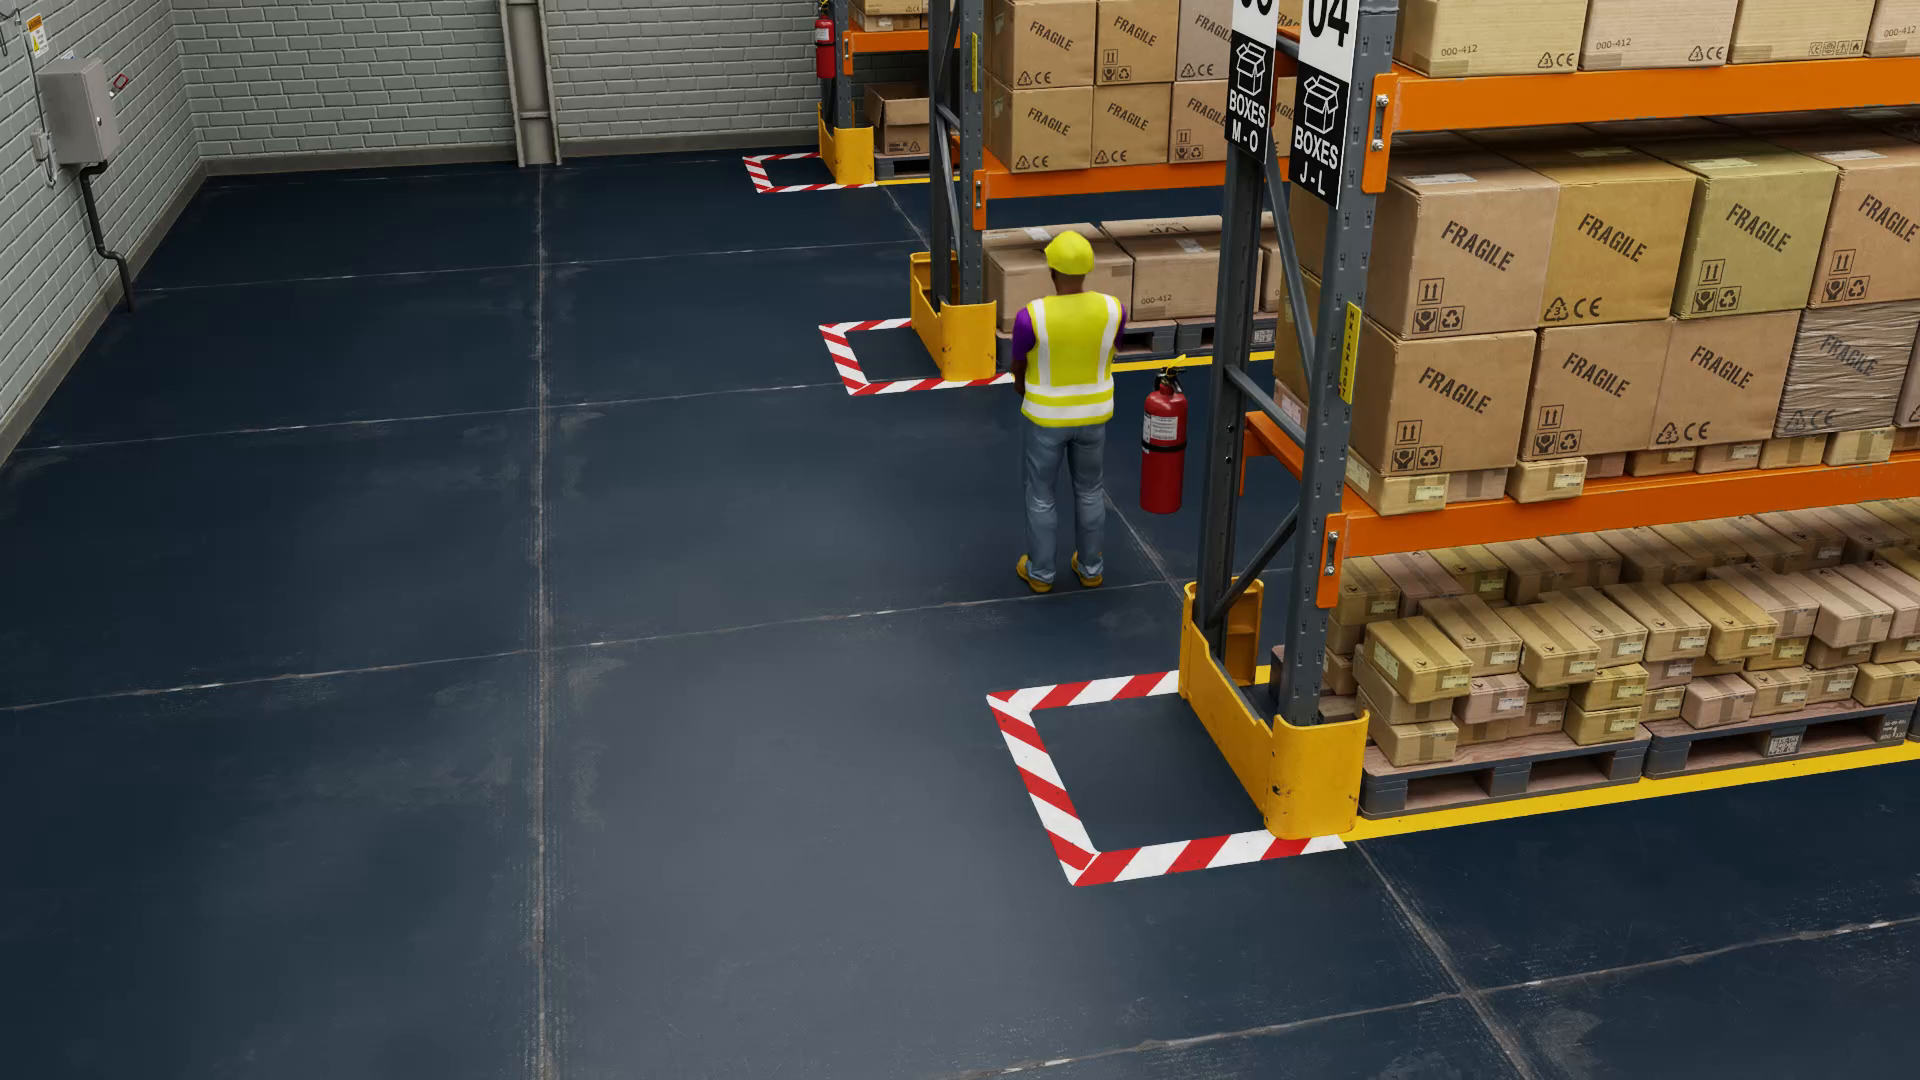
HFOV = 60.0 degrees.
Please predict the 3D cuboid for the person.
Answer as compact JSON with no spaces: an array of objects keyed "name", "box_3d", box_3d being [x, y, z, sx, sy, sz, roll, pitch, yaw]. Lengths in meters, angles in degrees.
[{"name":"person","box_3d":[0.468,-0.627,7.843,0.521,1.767,0.573,-6,27,-12]}]
